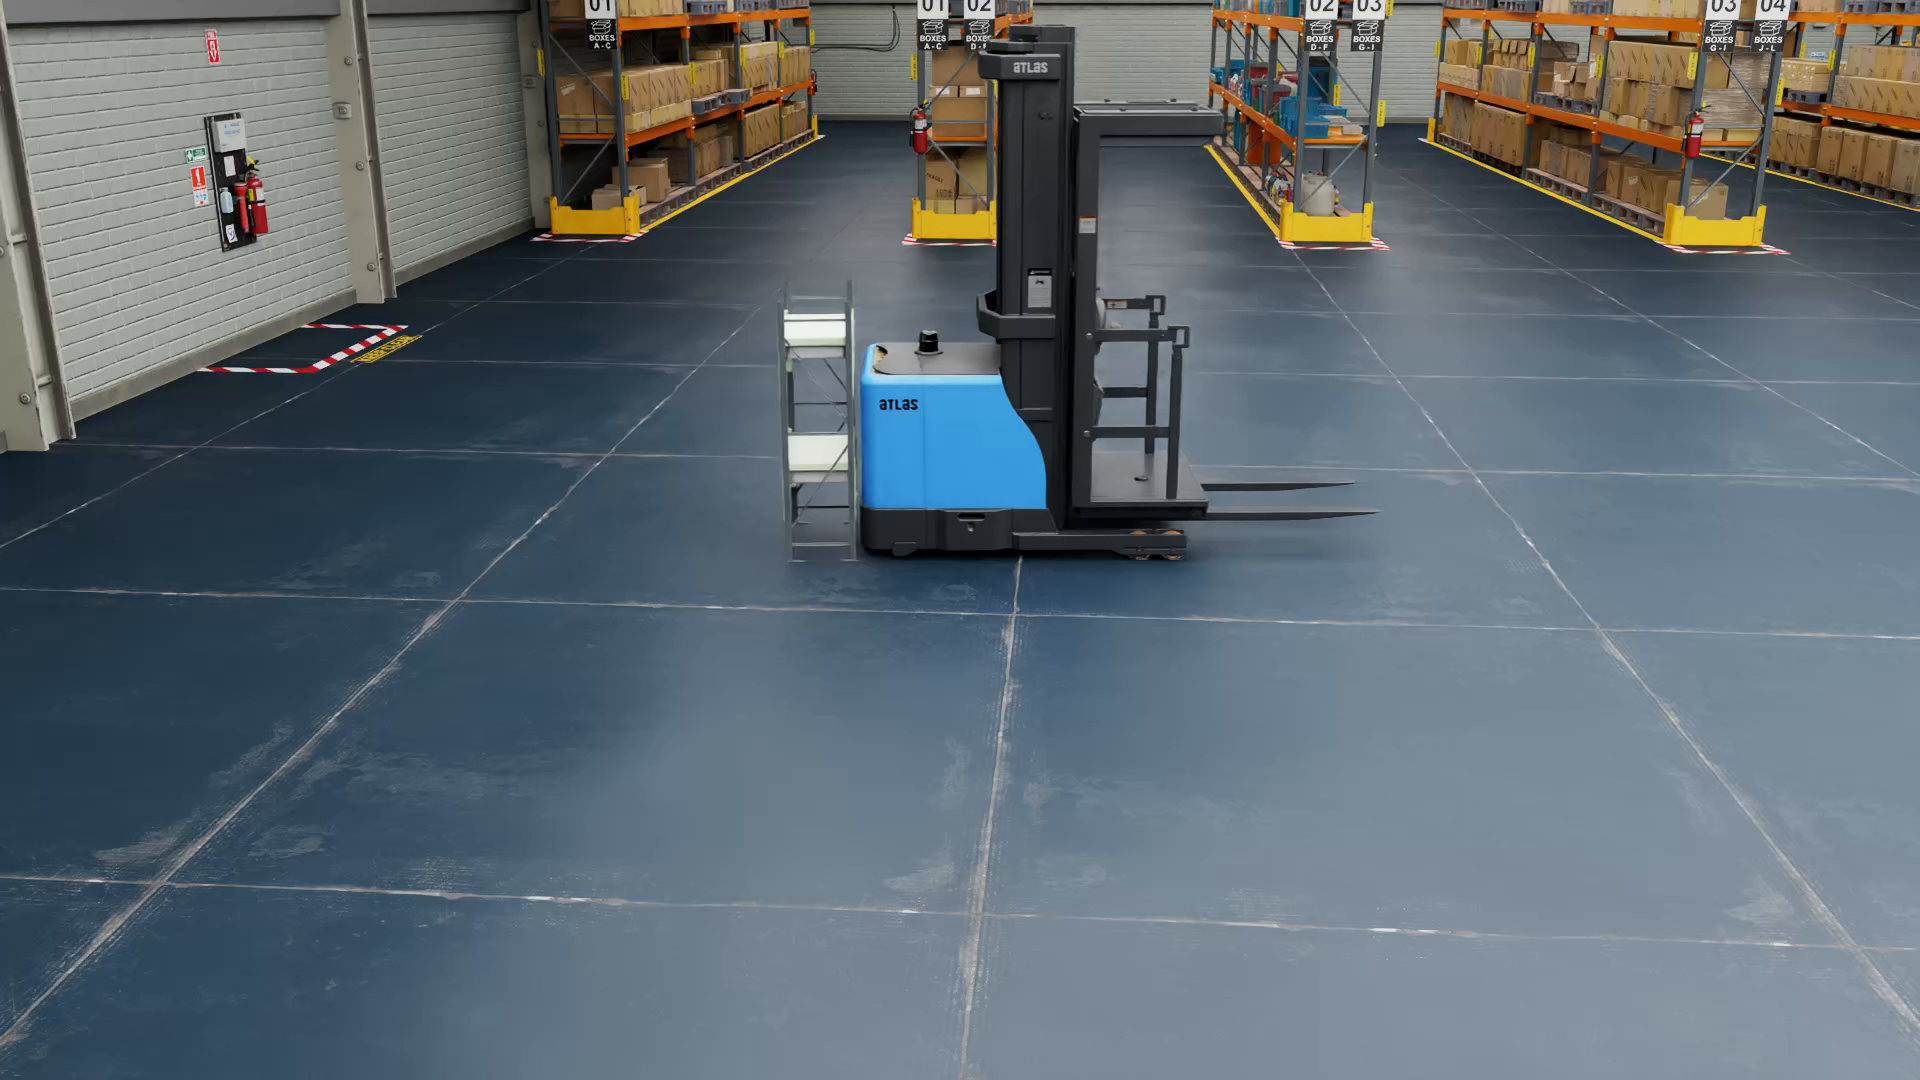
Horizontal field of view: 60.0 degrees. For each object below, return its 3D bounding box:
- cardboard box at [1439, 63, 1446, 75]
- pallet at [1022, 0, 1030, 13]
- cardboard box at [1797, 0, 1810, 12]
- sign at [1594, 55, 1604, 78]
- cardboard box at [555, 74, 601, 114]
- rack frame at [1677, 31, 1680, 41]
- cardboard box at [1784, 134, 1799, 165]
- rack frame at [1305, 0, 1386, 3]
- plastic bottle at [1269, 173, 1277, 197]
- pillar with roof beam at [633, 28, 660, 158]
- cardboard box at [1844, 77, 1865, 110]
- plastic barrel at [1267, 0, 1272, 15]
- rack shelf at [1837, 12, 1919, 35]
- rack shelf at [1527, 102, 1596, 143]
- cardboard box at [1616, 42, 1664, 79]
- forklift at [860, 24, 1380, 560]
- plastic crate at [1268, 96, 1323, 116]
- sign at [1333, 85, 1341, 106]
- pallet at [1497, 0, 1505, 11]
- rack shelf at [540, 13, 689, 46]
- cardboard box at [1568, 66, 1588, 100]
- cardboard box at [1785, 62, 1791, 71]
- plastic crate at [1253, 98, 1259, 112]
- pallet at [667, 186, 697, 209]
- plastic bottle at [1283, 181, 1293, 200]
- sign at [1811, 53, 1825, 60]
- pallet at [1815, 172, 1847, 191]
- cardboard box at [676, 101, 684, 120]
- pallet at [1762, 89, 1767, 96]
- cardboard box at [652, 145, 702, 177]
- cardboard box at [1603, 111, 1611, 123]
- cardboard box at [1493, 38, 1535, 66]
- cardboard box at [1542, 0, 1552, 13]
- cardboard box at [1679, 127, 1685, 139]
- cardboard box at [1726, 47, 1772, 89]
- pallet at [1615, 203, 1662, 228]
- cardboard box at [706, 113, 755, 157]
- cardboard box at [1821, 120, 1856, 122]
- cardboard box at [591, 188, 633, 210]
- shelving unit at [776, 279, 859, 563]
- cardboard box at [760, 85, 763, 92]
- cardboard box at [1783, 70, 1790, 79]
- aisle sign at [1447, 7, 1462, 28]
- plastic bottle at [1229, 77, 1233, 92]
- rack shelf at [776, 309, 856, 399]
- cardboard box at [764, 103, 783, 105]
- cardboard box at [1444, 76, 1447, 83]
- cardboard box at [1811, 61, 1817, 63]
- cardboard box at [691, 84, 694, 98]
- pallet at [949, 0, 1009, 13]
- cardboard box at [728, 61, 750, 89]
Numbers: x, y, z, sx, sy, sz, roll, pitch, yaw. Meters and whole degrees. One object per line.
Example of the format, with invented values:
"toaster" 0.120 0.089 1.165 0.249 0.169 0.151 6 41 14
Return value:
"cardboard box" 10.672 -10.180 35.937 0.500 0.250 0.500 1 18 2
"pallet" 0.562 -9.114 28.405 1.213 0.211 1.003 2 18 6
"cardboard box" 15.192 -9.593 29.404 0.500 0.500 0.500 1 18 4
"sign" 9.561 -7.087 24.876 0.100 0.325 0.005 1 18 4
"cardboard box" -5.172 -6.061 22.608 0.500 0.500 0.500 1 18 3
"rack frame" 15.915 -10.111 35.962 1.000 3.000 0.127 1 18 4
"cardboard box" 15.169 -7.009 29.837 0.500 0.500 0.500 2 18 6
"rack frame" 4.888 -8.245 20.634 1.000 3.000 0.127 1 18 4
"plastic bottle" 4.690 -5.287 24.788 0.144 0.351 0.185 1 18 2
"pillar with roof beam" -1.082 -10.470 27.425 9.100 9.000 0.400 1 18 4
"cardboard box" 15.007 -7.382 27.475 0.500 0.500 0.500 1 18 3
"plastic barrel" 4.995 -8.463 25.311 0.600 0.901 0.708 1 18 4
"rack shelf" 15.199 -8.089 26.129 1.077 0.370 4.000 1 18 4
"rack shelf" 10.259 -6.805 27.030 1.077 0.370 4.000 1 18 4
"cardboard box" 9.795 -6.901 23.921 0.500 0.500 0.500 1 18 4
"forklift" 0.933 -1.442 9.616 3.031 2.935 1.130 0 18 -1
"plastic crate" 5.011 -6.447 24.882 0.767 0.338 0.504 1 18 4
"sign" 5.723 -6.752 25.268 0.100 0.325 0.005 1 18 4
"pallet" 10.672 -10.059 31.295 0.805 0.209 1.217 1 18 2
"rack shelf" -4.850 -7.320 23.784 1.077 0.370 4.000 1 18 4
"cardboard box" 10.147 -7.315 26.590 0.797 0.503 0.637 3 18 10
"cardboard box" 14.997 -8.469 29.724 0.380 0.149 0.250 1 18 4
"plastic crate" 5.018 -7.083 27.062 0.450 0.188 0.662 1 18 4
"pallet" -4.719 -5.323 25.830 1.003 0.211 1.213 1 18 4
"plastic bottle" 4.809 -5.124 24.410 0.152 0.276 0.135 1 18 4
"sign" 21.197 -11.932 41.086 0.327 0.218 0.001 1 18 4
"pallet" 15.210 -6.058 28.072 1.003 0.211 1.213 1 18 4
"cardboard box" -4.482 -6.488 25.113 0.500 0.250 0.500 1 18 4
"pallet" 15.429 -8.543 31.486 1.003 0.211 1.213 1 18 4
"cardboard box" -4.683 -6.269 27.547 0.700 0.500 0.500 1 18 3
"cardboard box" 9.769 -6.269 24.642 0.380 0.149 0.250 1 18 4
"cardboard box" 10.651 -9.336 31.827 0.797 0.503 0.637 1 18 2
"cardboard box" 10.114 -8.982 27.942 0.500 0.250 0.500 2 18 5
"cardboard box" 9.662 -5.335 21.791 0.380 0.149 0.250 1 18 4
"cardboard box" 10.140 -6.112 21.516 0.500 0.500 0.500 1 18 4
"pallet" 10.018 -4.612 23.658 1.003 0.211 1.213 1 18 4
"cardboard box" -4.236 -7.503 30.783 0.750 0.750 0.750 1 18 3
"cardboard box" 15.669 -7.361 29.705 0.500 0.250 0.500 1 18 3
"cardboard box" -4.854 -4.760 23.243 0.500 0.311 0.500 -1 18 -2
"shelving unit" -0.814 -0.703 9.659 0.431 1.500 0.755 -1 18 -3
"cardboard box" -4.010 -8.728 32.112 0.380 0.149 0.250 1 18 2
"cardboard box" 14.996 -8.331 29.782 0.380 0.149 0.250 1 18 4
"aisle sign" 10.681 -11.517 36.080 0.394 0.787 0.004 1 18 4
"plastic bottle" 5.290 -8.848 32.314 0.097 0.271 0.097 0 18 0
"rack shelf" -0.814 -1.074 9.538 0.431 0.370 0.720 -1 18 -3
"cardboard box" -4.059 -9.414 36.135 0.380 0.149 0.250 2 18 5
"cardboard box" 10.586 -9.871 35.635 0.380 0.149 0.250 1 18 3
"cardboard box" 15.683 -8.614 30.168 0.380 0.149 0.250 1 18 3
"cardboard box" -4.636 -7.272 26.430 0.700 0.500 0.500 1 18 4
"pallet" 0.199 -7.866 24.437 1.003 0.211 1.213 1 18 4
"cardboard box" -4.130 -8.444 30.204 0.500 0.500 0.500 2 18 6
